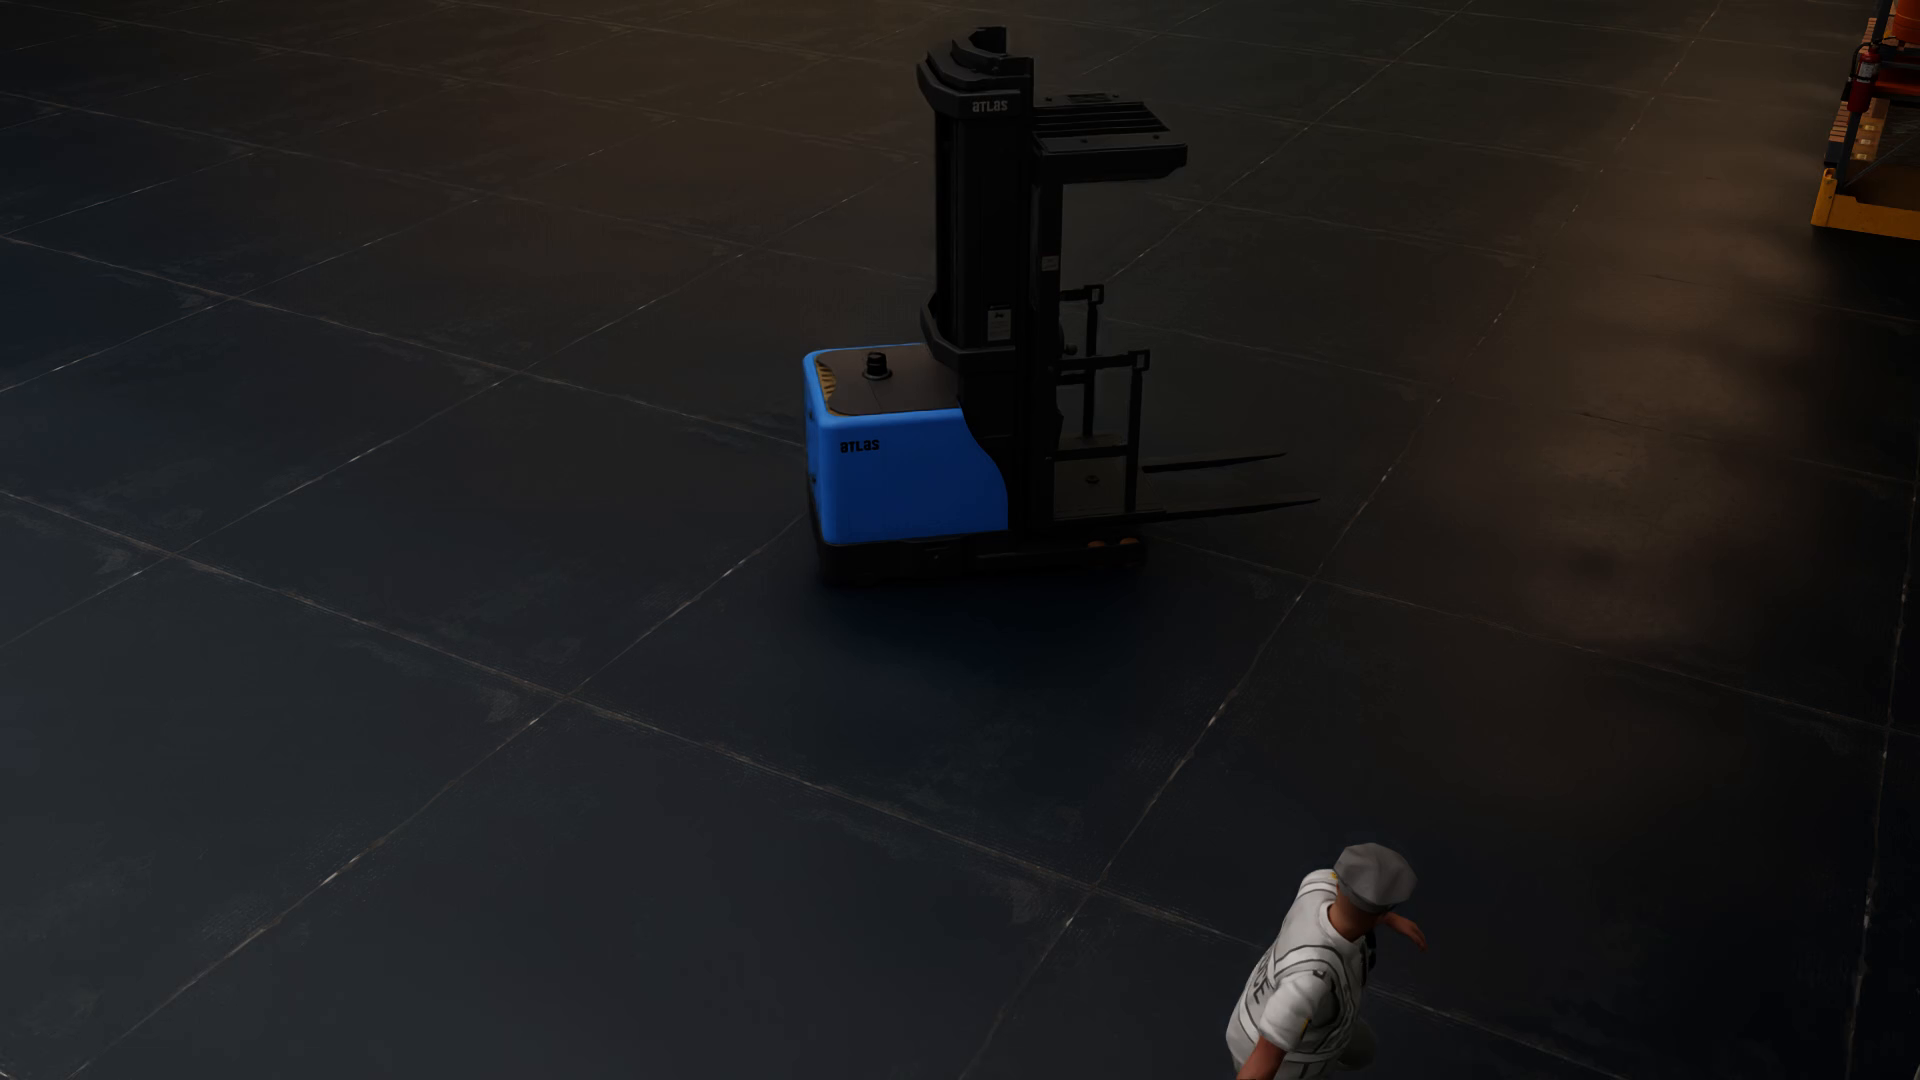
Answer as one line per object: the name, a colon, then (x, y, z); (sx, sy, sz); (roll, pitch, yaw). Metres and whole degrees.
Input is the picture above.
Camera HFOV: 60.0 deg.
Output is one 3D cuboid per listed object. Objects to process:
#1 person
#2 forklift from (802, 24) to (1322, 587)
person: (1.143, 1.733, 5.513); (0.546, 1.693, 1.156); (15, 33, 24)
forklift: (0.626, -1.353, 9.414); (3.031, 2.935, 1.130); (-5, 30, -9)
